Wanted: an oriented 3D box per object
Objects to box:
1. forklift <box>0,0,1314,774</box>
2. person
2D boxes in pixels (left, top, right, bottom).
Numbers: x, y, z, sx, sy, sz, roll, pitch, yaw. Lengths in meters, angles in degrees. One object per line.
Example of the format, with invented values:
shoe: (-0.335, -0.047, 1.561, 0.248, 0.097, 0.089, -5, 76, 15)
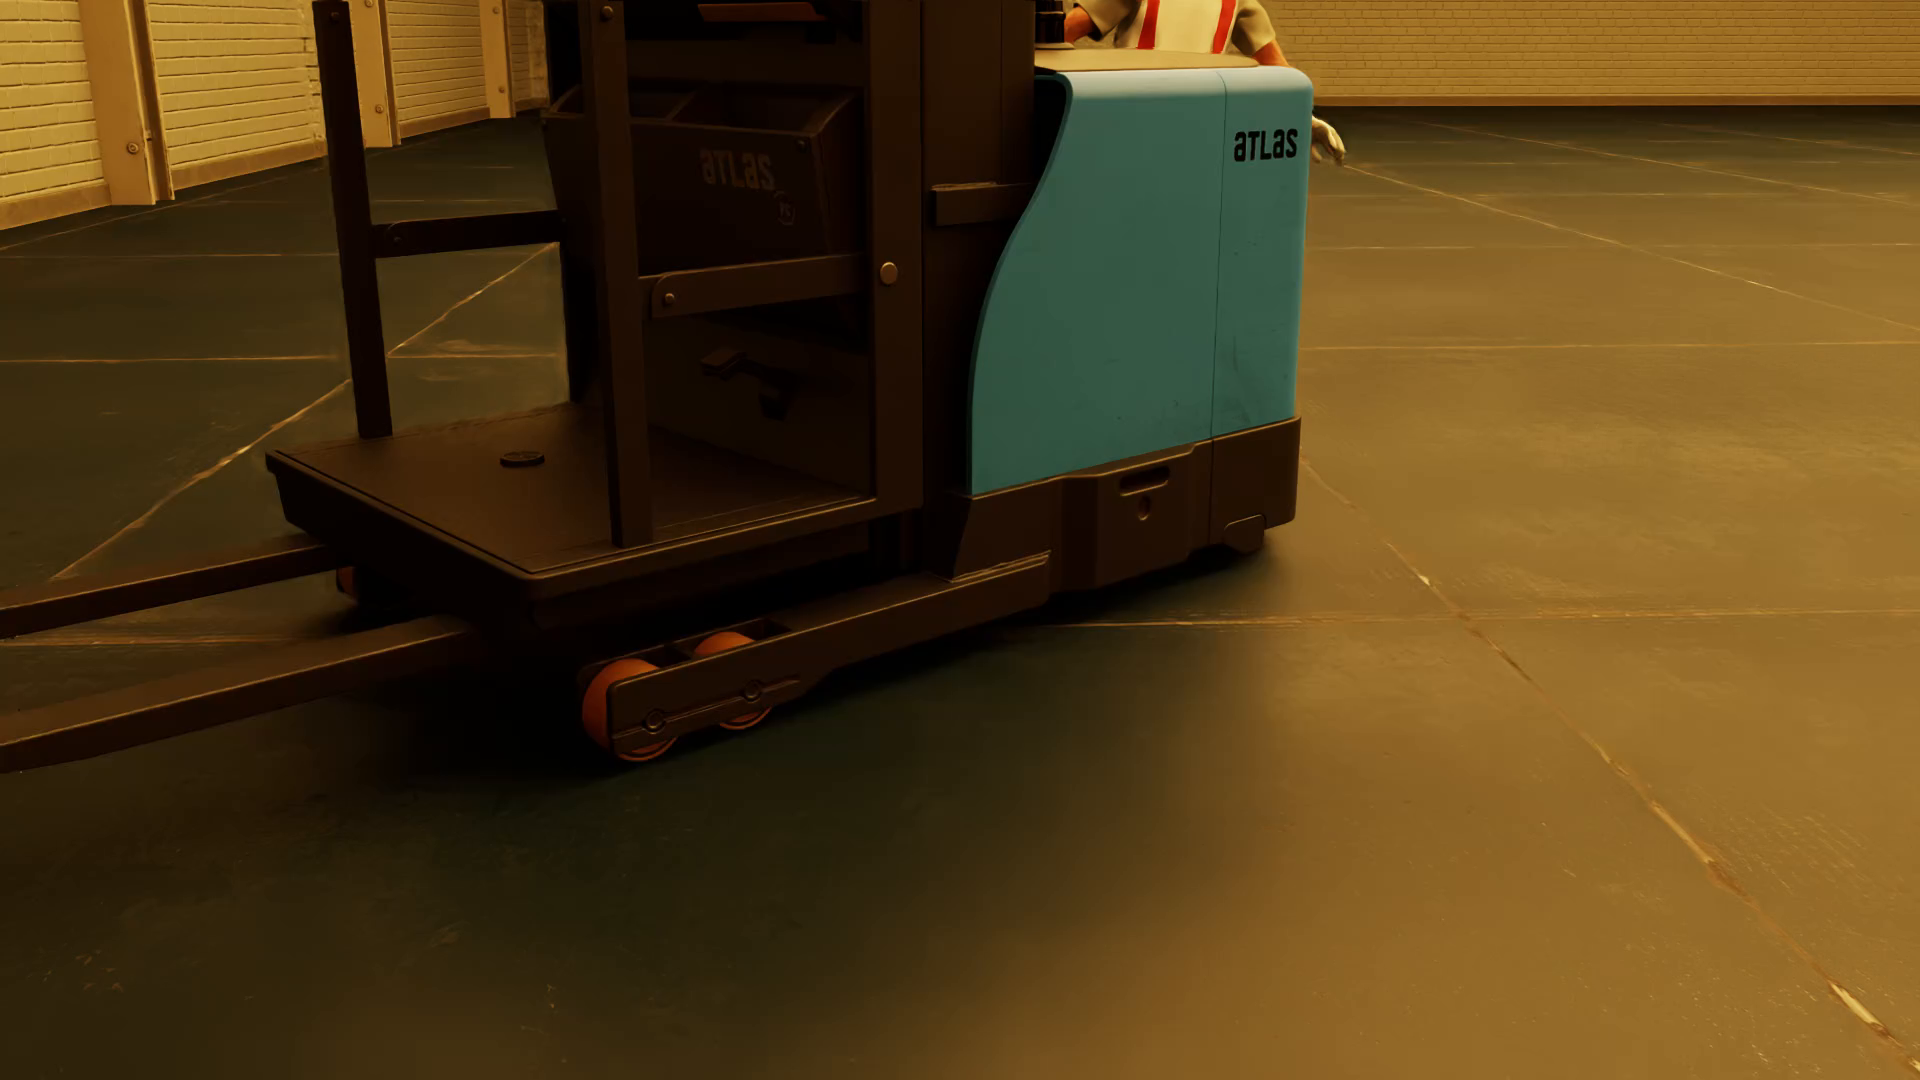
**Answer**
forklift: (-0.657, -1.210, 2.862, 3.031, 2.935, 1.130, -15, 22, -40)
person: (0.738, -1.382, 5.768, 1.189, 1.664, 0.510, -4, 17, -12)
